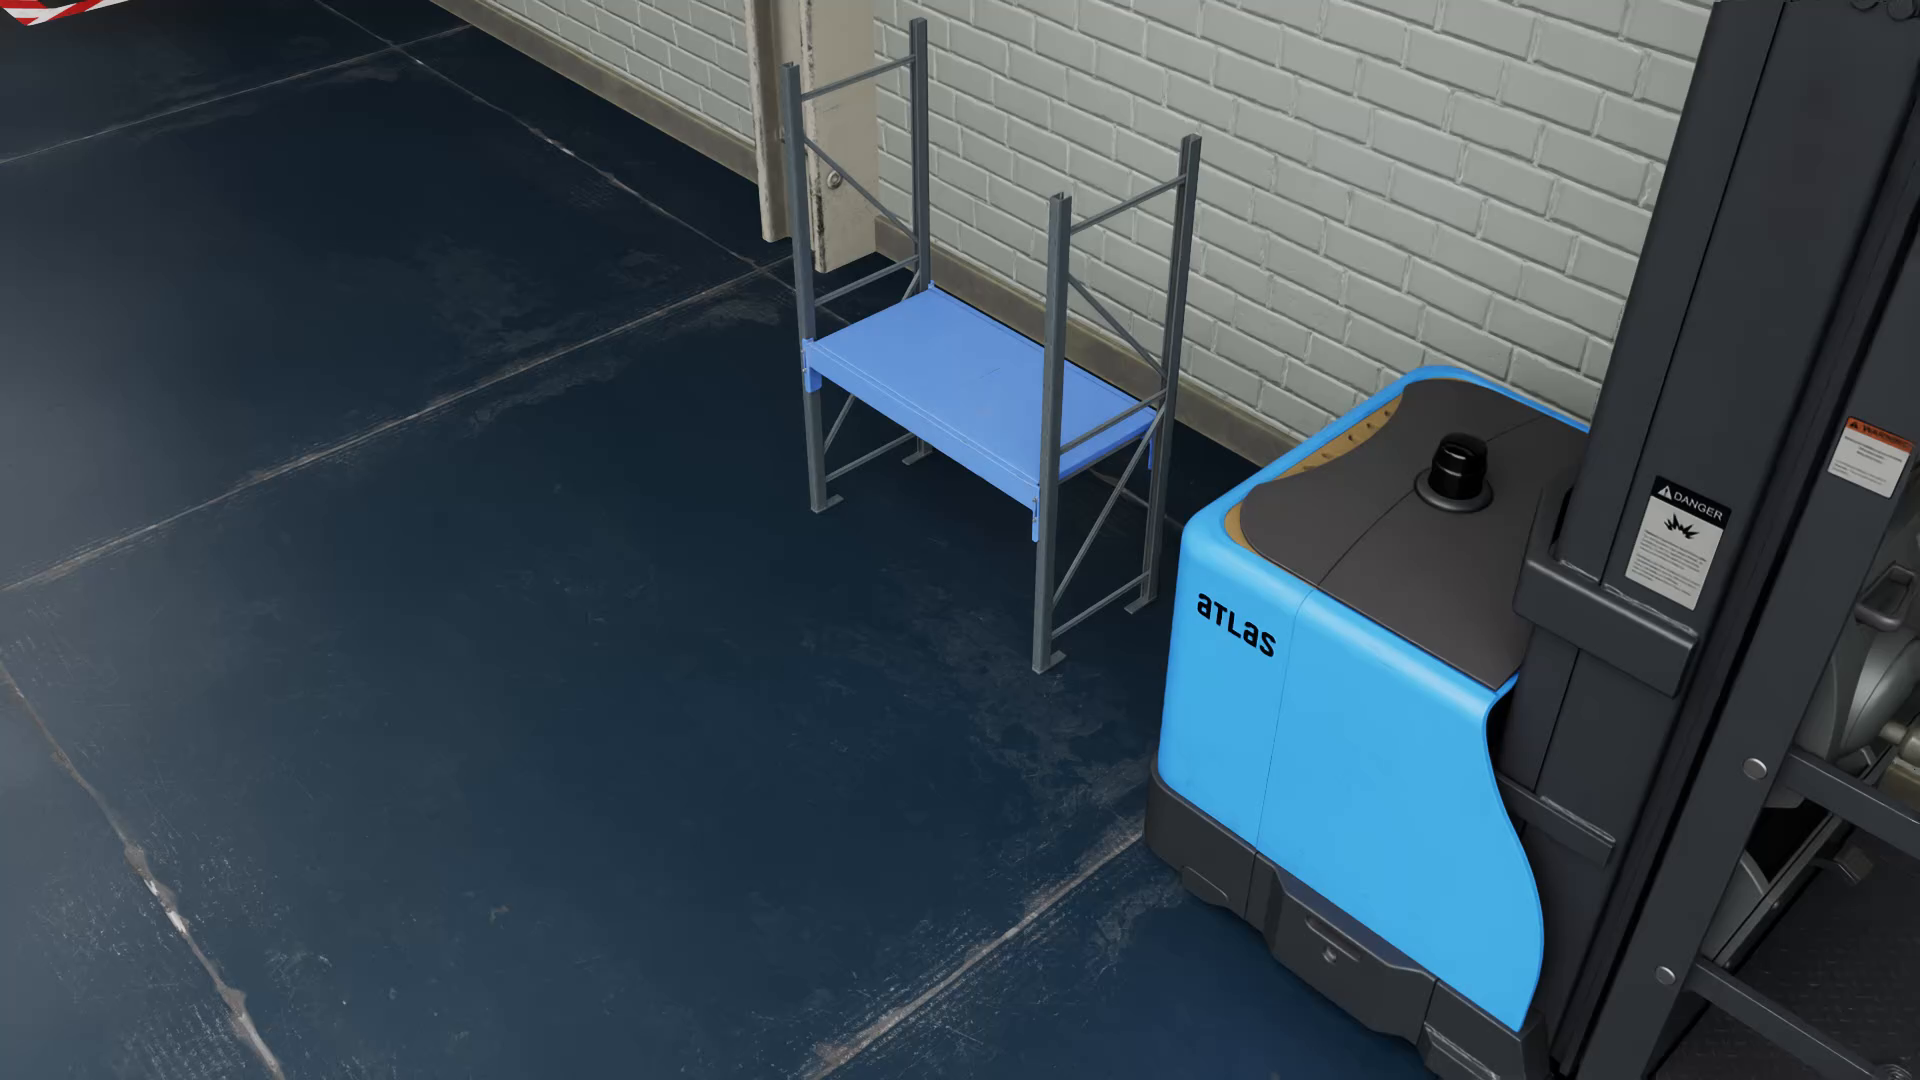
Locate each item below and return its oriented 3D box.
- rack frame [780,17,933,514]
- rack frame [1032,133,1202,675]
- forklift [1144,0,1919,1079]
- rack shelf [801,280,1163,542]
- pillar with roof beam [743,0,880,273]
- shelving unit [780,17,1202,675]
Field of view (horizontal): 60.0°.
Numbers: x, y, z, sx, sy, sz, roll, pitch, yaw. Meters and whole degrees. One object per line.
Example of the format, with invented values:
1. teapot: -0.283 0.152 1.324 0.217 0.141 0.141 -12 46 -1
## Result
1. rack frame: -0.286 -0.779 5.021 0.500 1.500 0.032 -30 48 -32
2. rack frame: 0.401 -0.309 4.439 0.500 1.500 0.032 -30 48 -32
3. forklift: 1.849 0.117 2.773 1.130 2.935 3.031 -31 48 -33
4. rack shelf: 0.058 -0.404 4.843 0.538 0.185 1.000 -30 48 -32
5. pillar with roof beam: -3.731 -2.876 1.649 9.100 9.000 0.400 -30 48 -32
6. shelving unit: 0.058 -0.544 4.730 0.538 1.500 1.048 -30 48 -32
